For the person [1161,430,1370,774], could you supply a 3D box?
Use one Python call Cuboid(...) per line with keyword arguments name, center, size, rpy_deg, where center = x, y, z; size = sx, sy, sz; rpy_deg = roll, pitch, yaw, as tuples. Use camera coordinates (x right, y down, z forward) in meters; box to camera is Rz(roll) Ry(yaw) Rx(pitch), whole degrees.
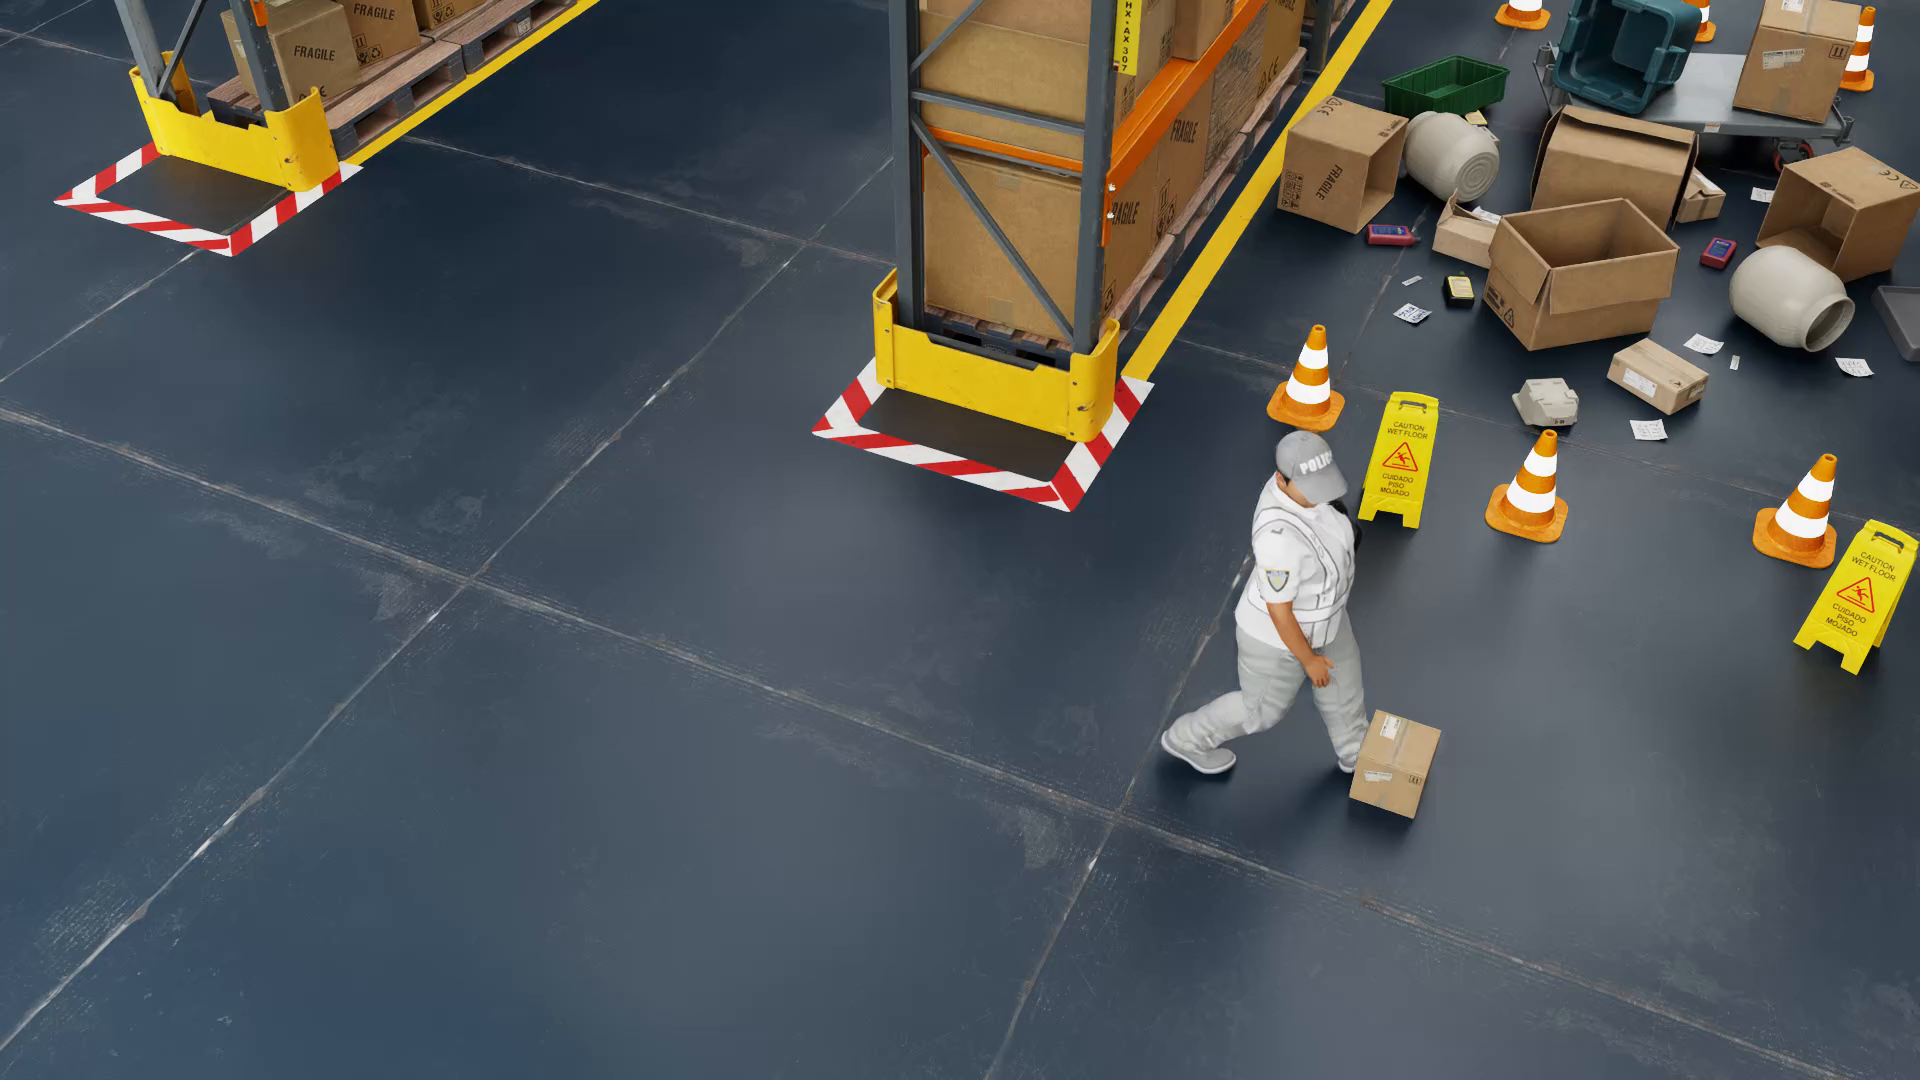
Cuboid(name="person", center=(1.250, 0.290, 5.855), size=(0.942, 1.607, 0.505), rpy_deg=(16, 45, 17))
